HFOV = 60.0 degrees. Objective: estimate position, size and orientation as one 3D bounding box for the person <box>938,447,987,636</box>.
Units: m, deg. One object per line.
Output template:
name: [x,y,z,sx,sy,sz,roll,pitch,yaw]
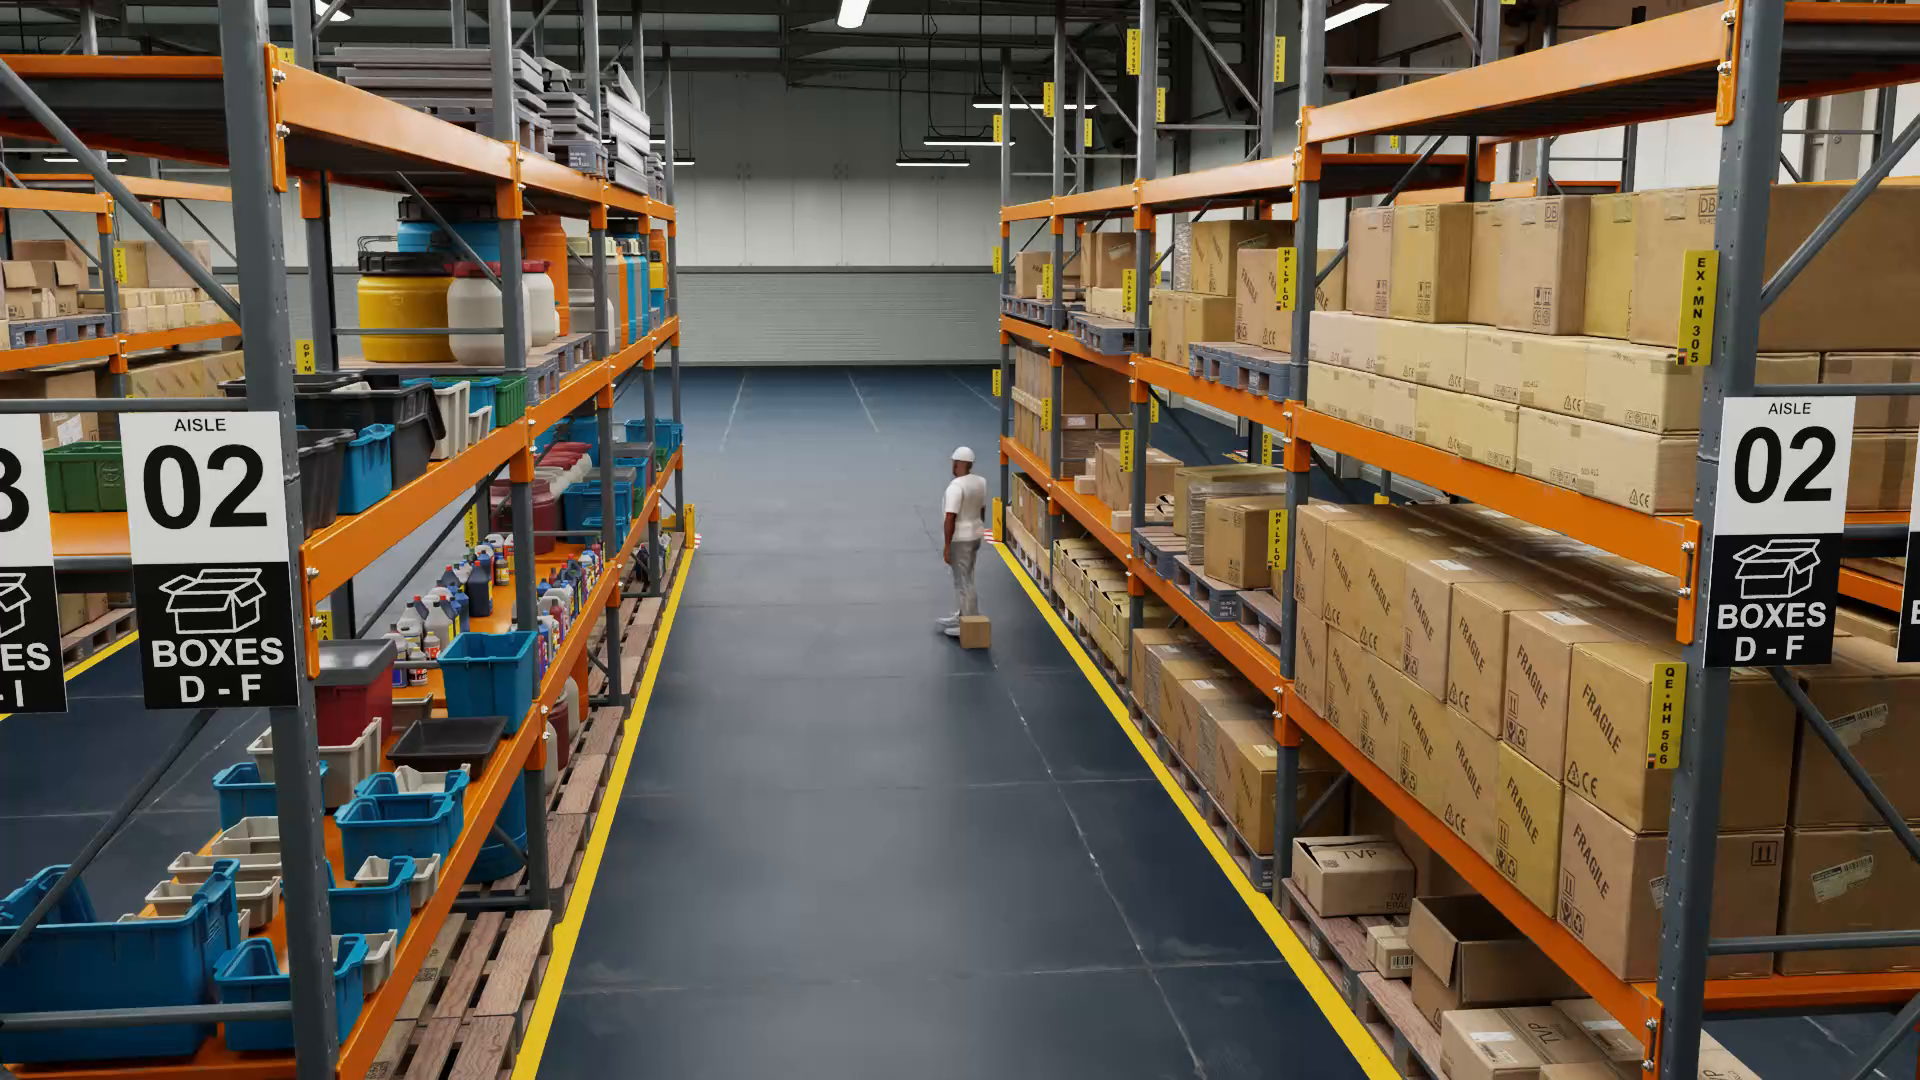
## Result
person: [-0.005,-0.005,15.748,0.531,1.768,0.668,6,11,29]
